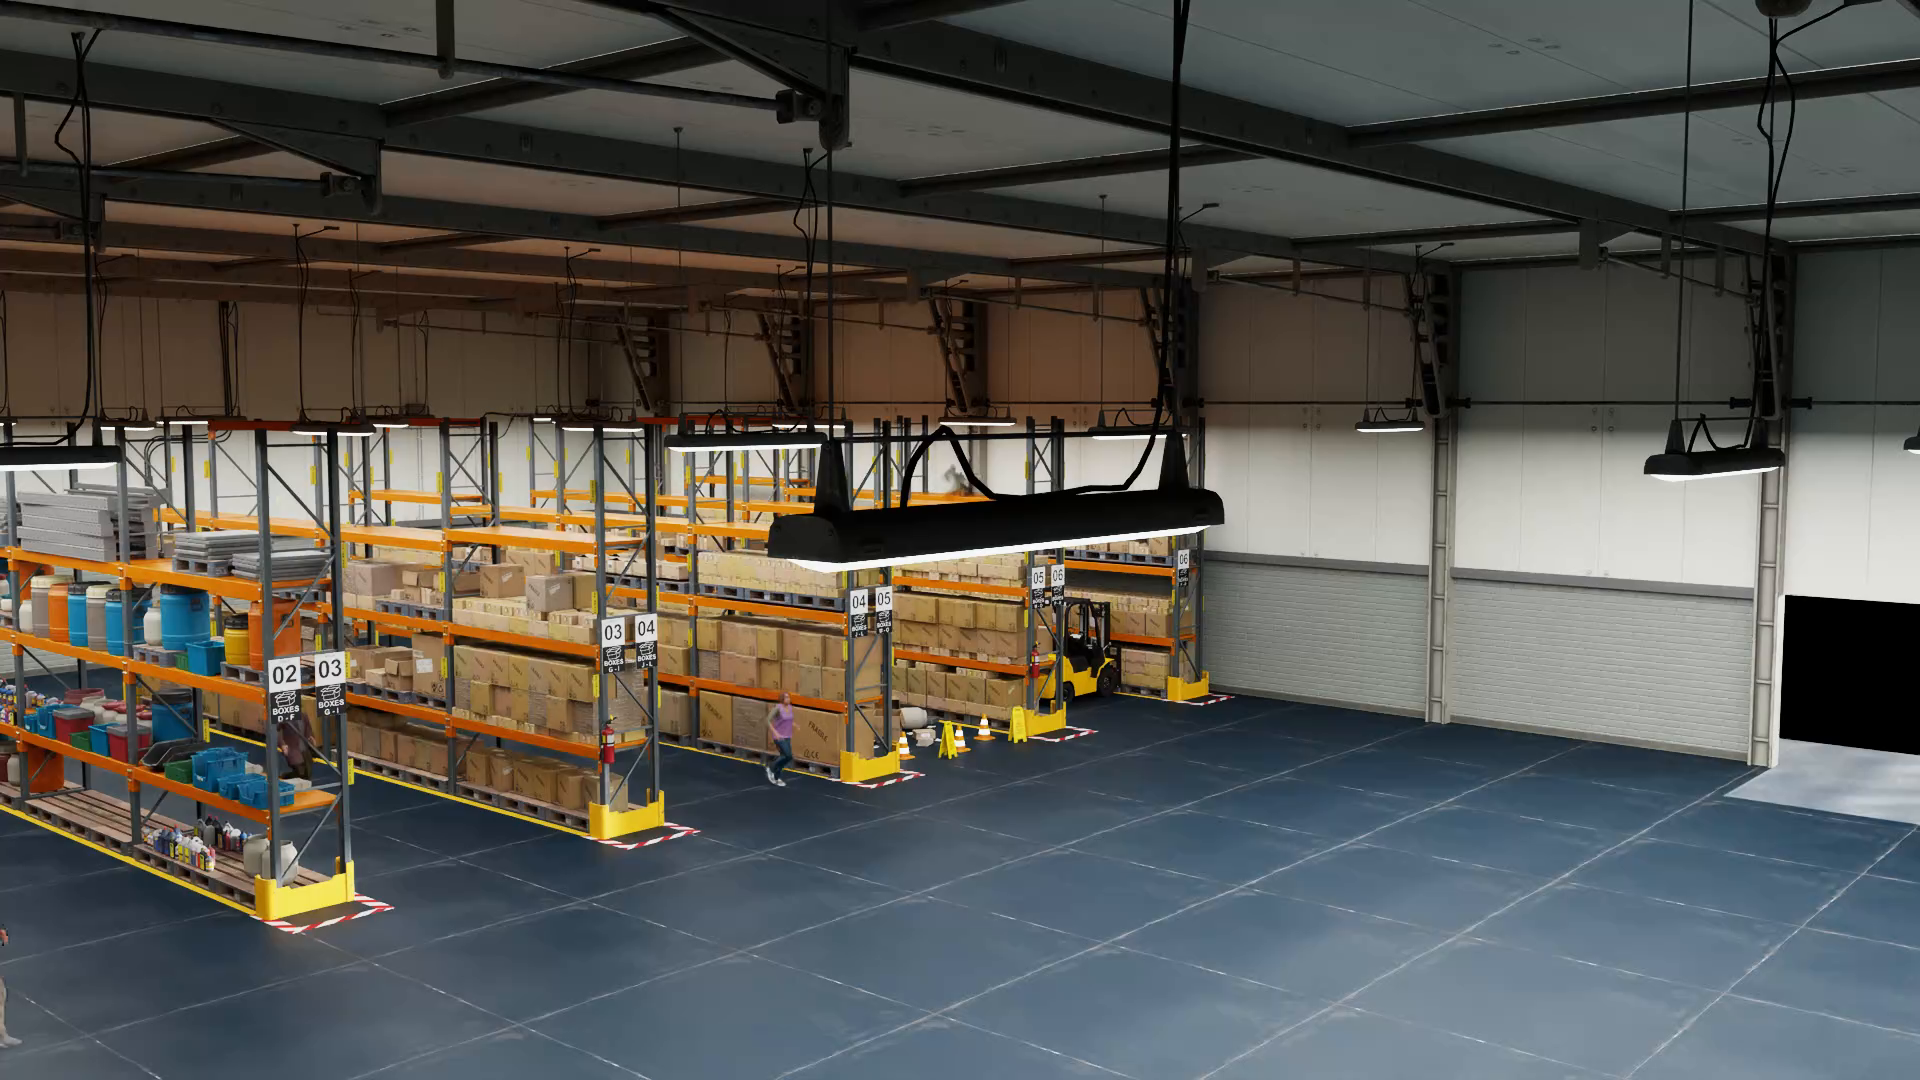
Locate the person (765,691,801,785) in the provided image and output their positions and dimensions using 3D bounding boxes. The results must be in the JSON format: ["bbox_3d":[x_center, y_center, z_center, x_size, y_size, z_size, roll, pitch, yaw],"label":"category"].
[{"bbox_3d":[-2.887,3.274,27.434,0.539,1.564,0.522,3,6,33],"label":"person"}]

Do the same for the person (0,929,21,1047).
[{"bbox_3d":[-9.710,4.124,16.331,0.842,1.762,0.672,-2,5,-18],"label":"person"}]

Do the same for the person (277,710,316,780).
[{"bbox_3d":[-10.454,3.285,26.153,0.637,1.704,0.710,3,5,28],"label":"person"}]
